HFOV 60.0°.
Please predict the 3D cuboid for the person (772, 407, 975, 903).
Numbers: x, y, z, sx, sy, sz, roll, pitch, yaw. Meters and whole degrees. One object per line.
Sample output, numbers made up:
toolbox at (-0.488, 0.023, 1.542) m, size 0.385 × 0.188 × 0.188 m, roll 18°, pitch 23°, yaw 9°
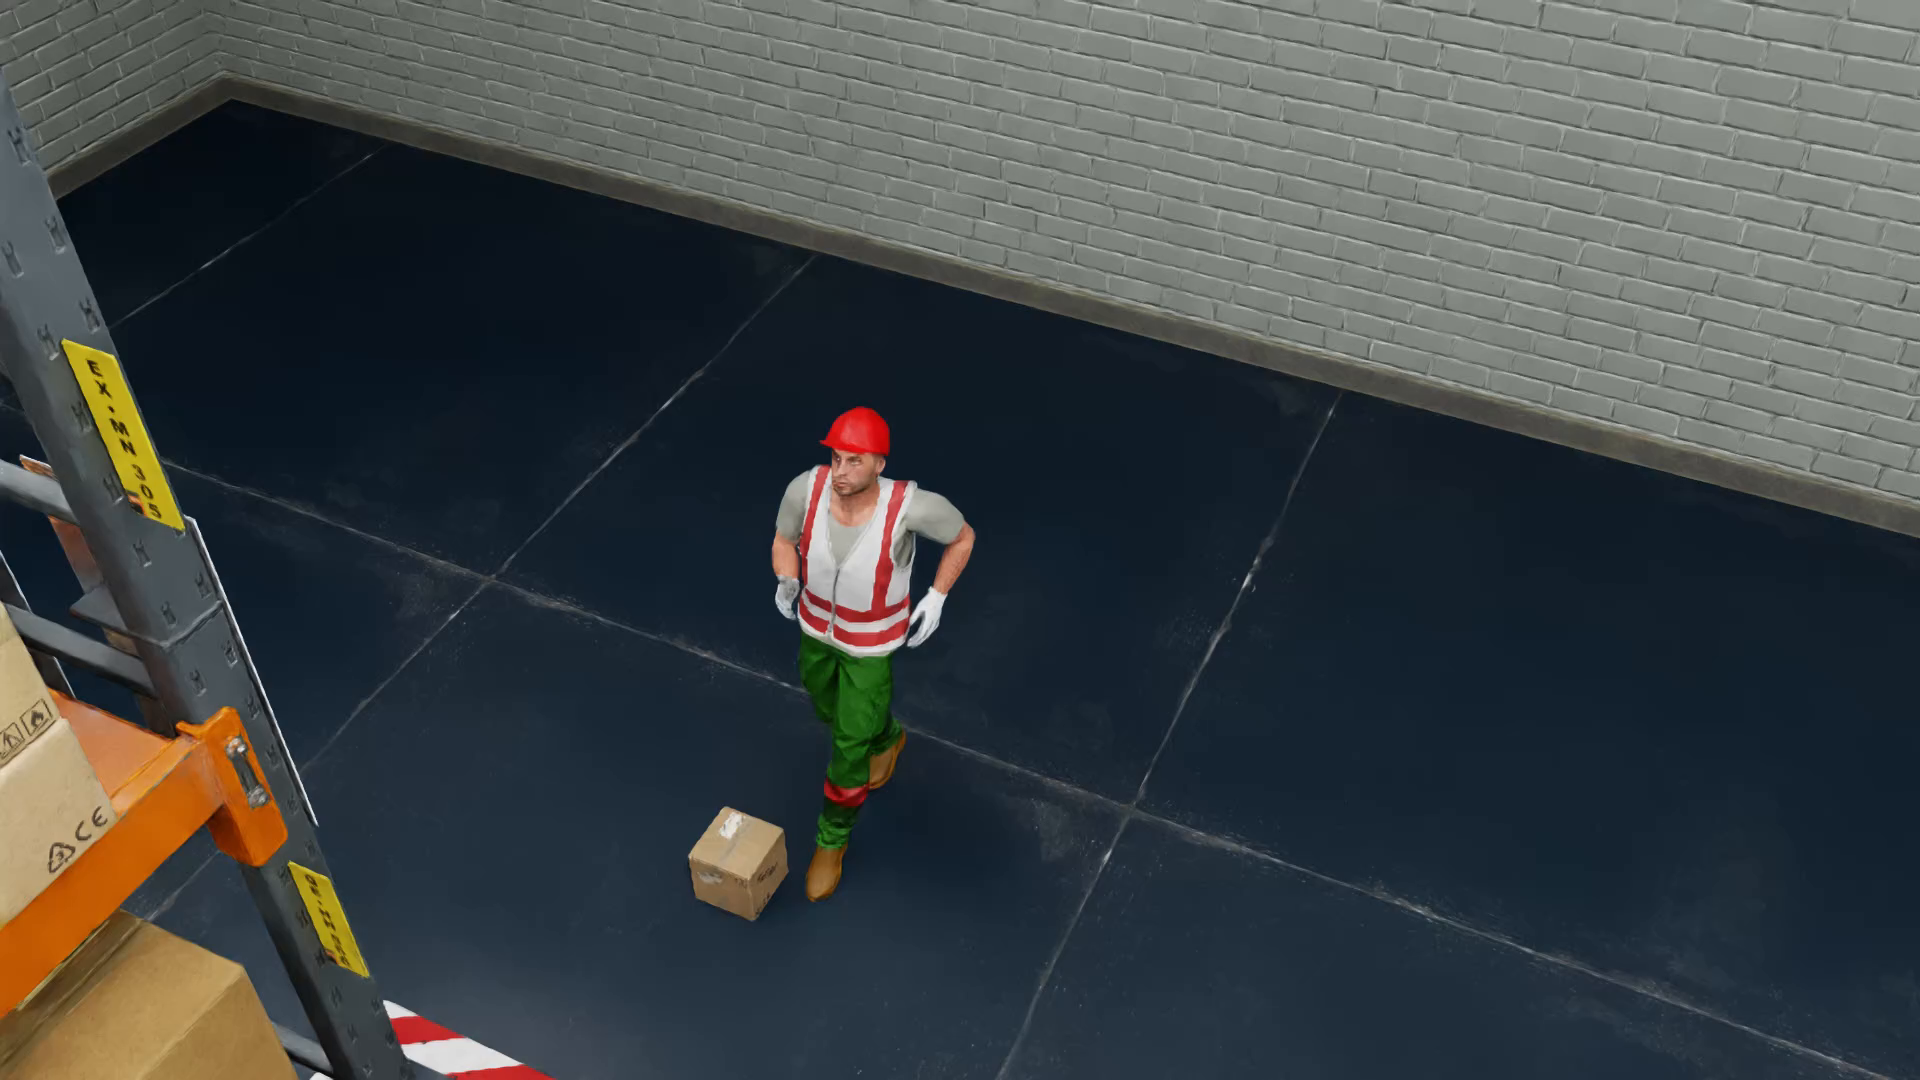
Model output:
person at (-0.417, 0.367, 5.741) m, size 0.615 × 1.767 × 0.853 m, roll 22°, pitch 46°, yaw 23°
